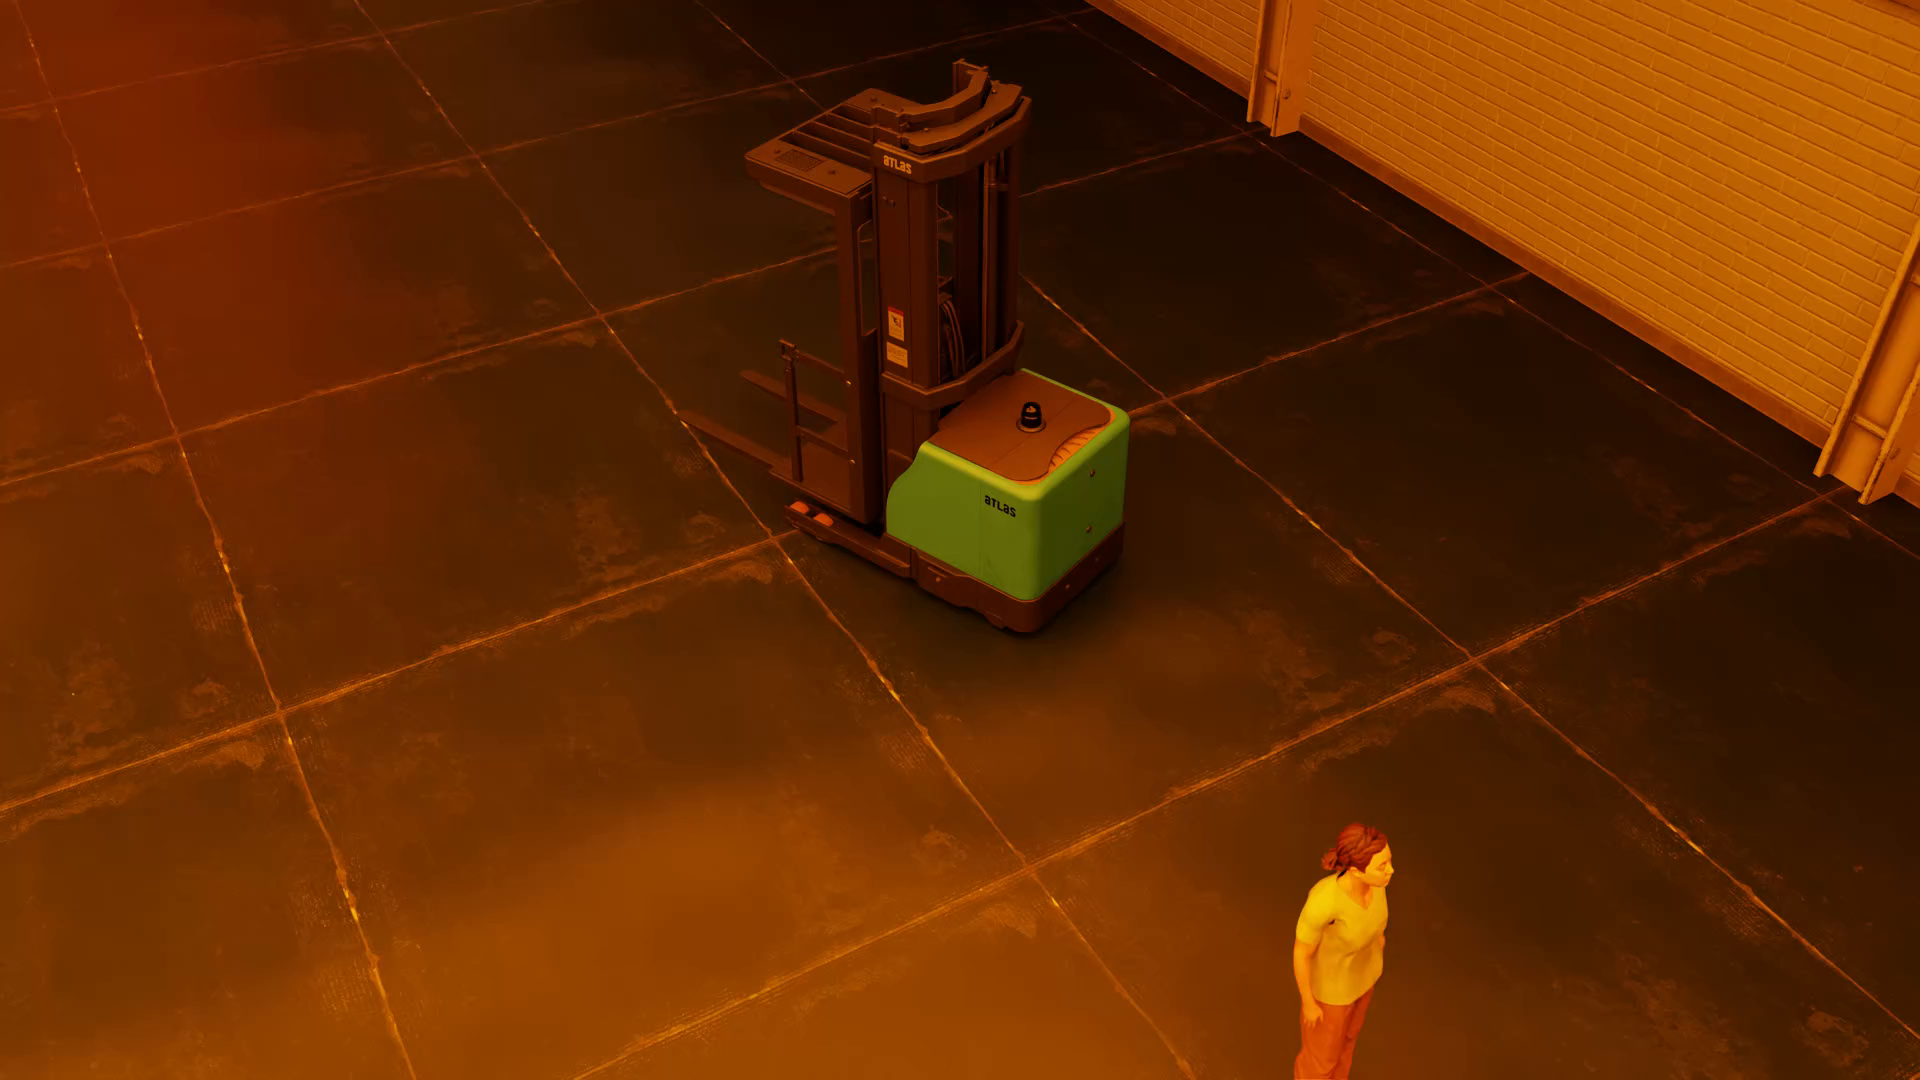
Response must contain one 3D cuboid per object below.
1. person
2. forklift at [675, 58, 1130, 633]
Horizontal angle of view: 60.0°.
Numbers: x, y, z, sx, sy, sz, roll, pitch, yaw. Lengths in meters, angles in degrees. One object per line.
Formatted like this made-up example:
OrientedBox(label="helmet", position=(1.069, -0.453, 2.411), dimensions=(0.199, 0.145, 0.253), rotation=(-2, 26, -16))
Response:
OrientedBox(label="person", position=(1.611, 1.830, 6.808), dimensions=(0.538, 1.679, 0.533), rotation=(-30, 48, -31))
OrientedBox(label="forklift", position=(-0.481, -1.366, 9.683), dimensions=(3.031, 2.935, 1.130), rotation=(26, 46, 28))
